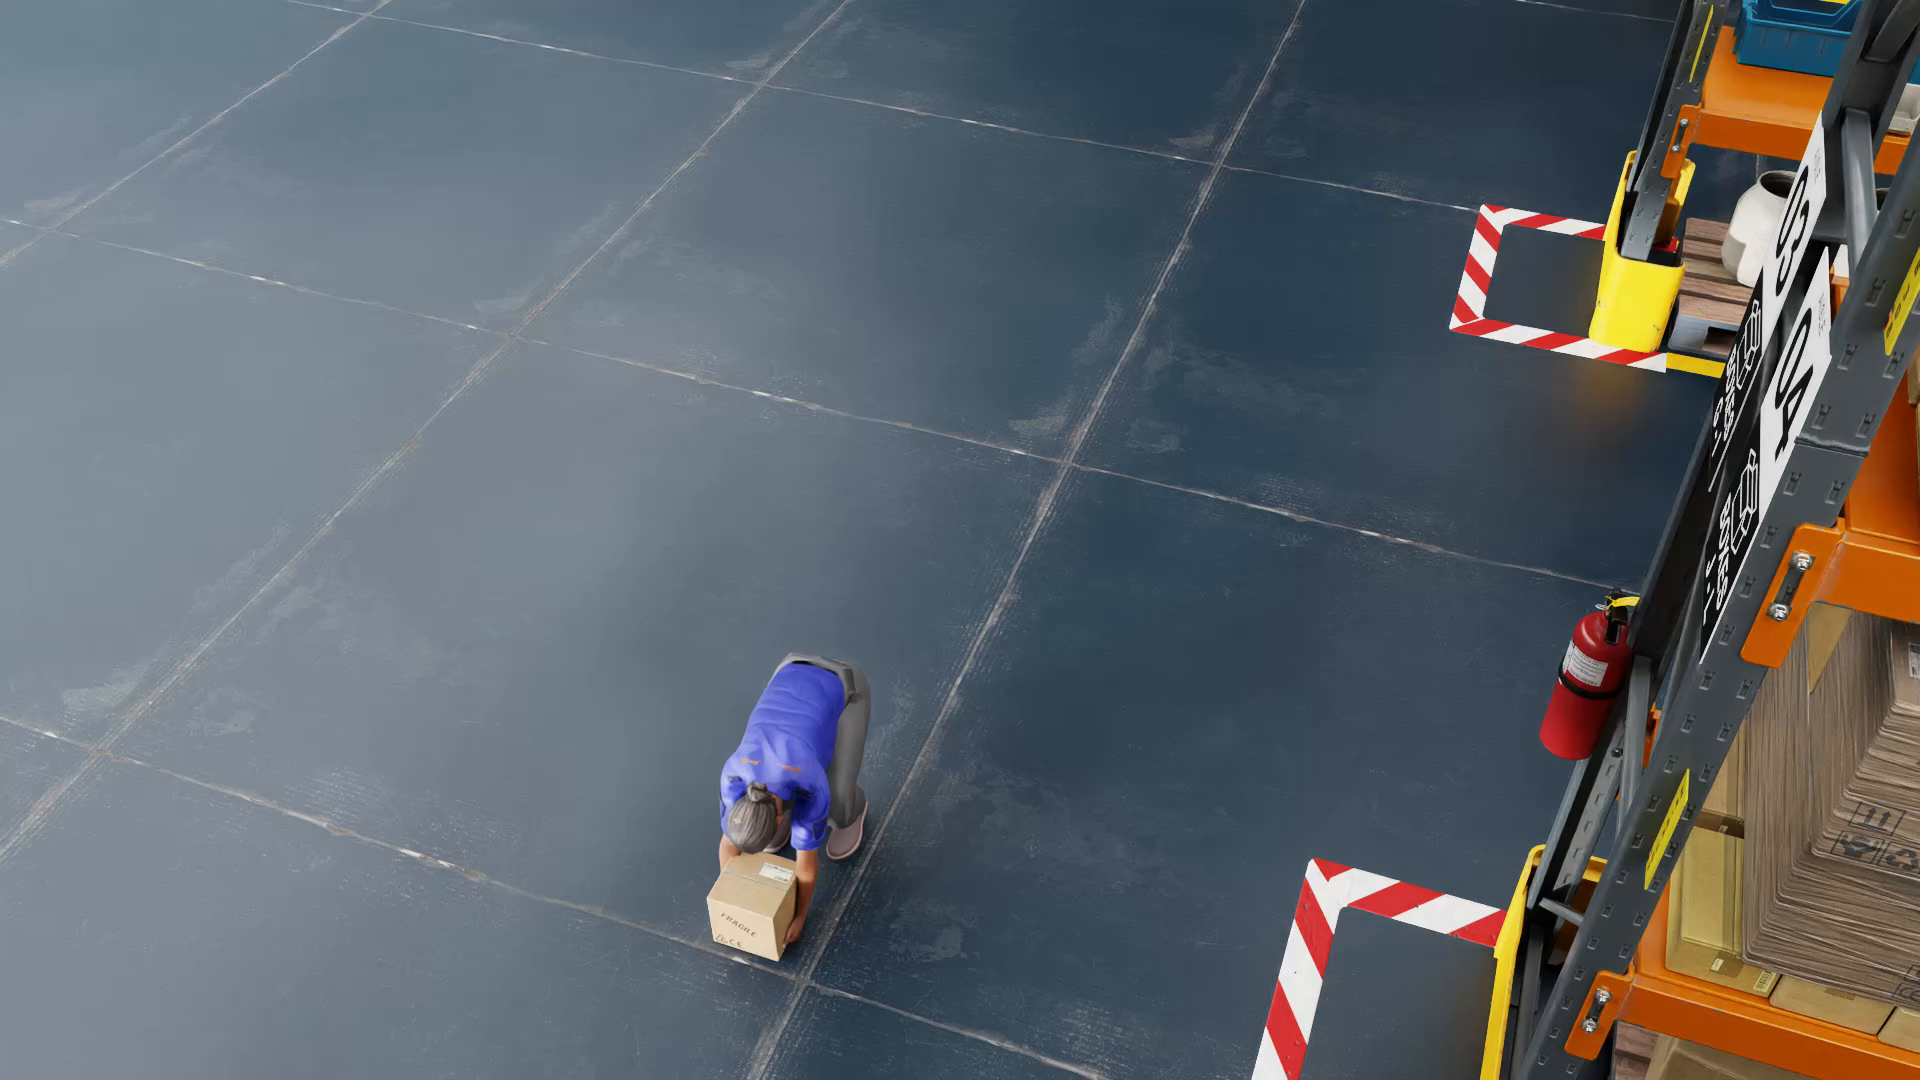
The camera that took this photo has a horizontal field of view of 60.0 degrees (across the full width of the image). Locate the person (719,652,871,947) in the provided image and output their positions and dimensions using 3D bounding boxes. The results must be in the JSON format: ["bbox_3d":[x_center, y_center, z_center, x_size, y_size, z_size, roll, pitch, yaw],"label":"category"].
[{"bbox_3d":[-0.583,0.885,5.868,0.462,0.775,0.871,12,43,13],"label":"person"}]
